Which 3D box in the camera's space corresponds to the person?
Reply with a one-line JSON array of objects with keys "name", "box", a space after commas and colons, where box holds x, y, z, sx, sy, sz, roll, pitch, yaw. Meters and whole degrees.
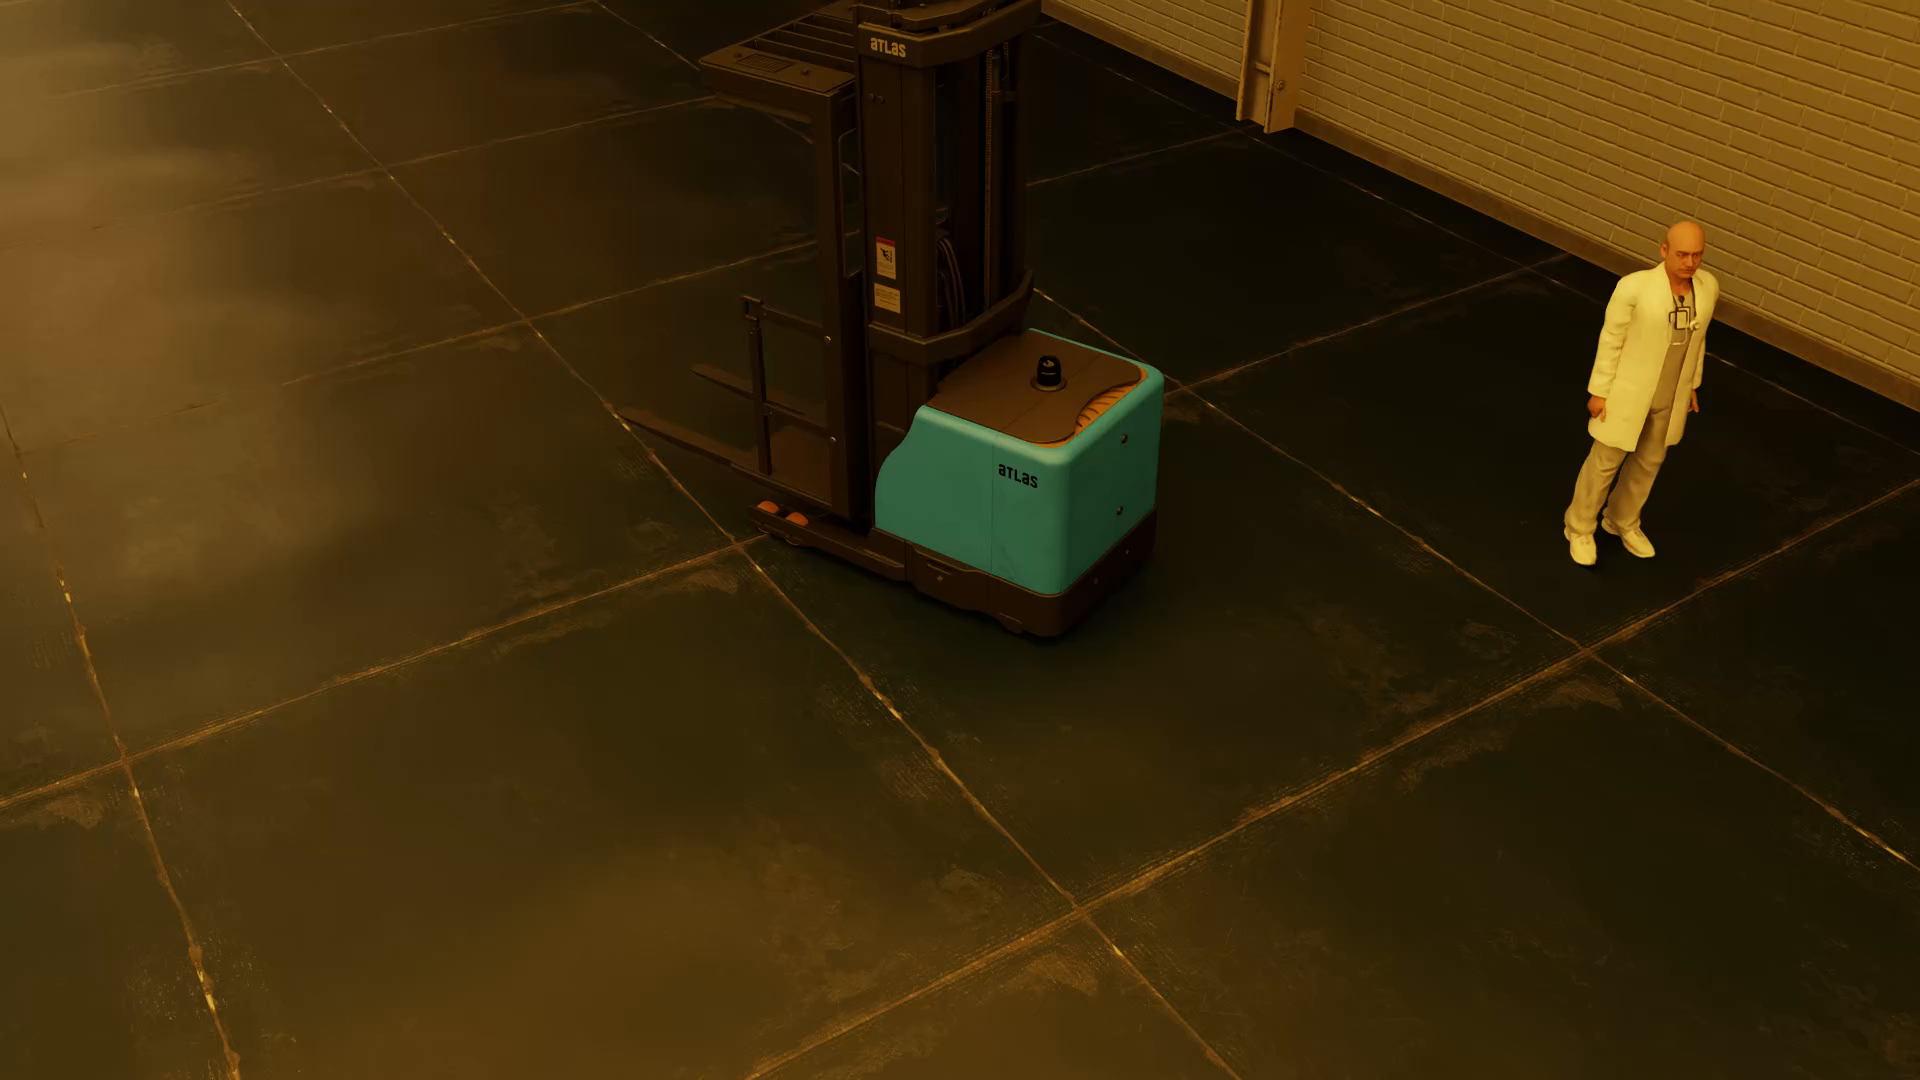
[{"name": "person", "box": [3.373, -0.704, 8.148, 0.580, 1.783, 0.387, -5, 35, -8]}]

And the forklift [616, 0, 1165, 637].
[{"name": "forklift", "box": [-0.500, -1.399, 8.138, 3.031, 2.935, 1.130, 22, 41, 28]}]
